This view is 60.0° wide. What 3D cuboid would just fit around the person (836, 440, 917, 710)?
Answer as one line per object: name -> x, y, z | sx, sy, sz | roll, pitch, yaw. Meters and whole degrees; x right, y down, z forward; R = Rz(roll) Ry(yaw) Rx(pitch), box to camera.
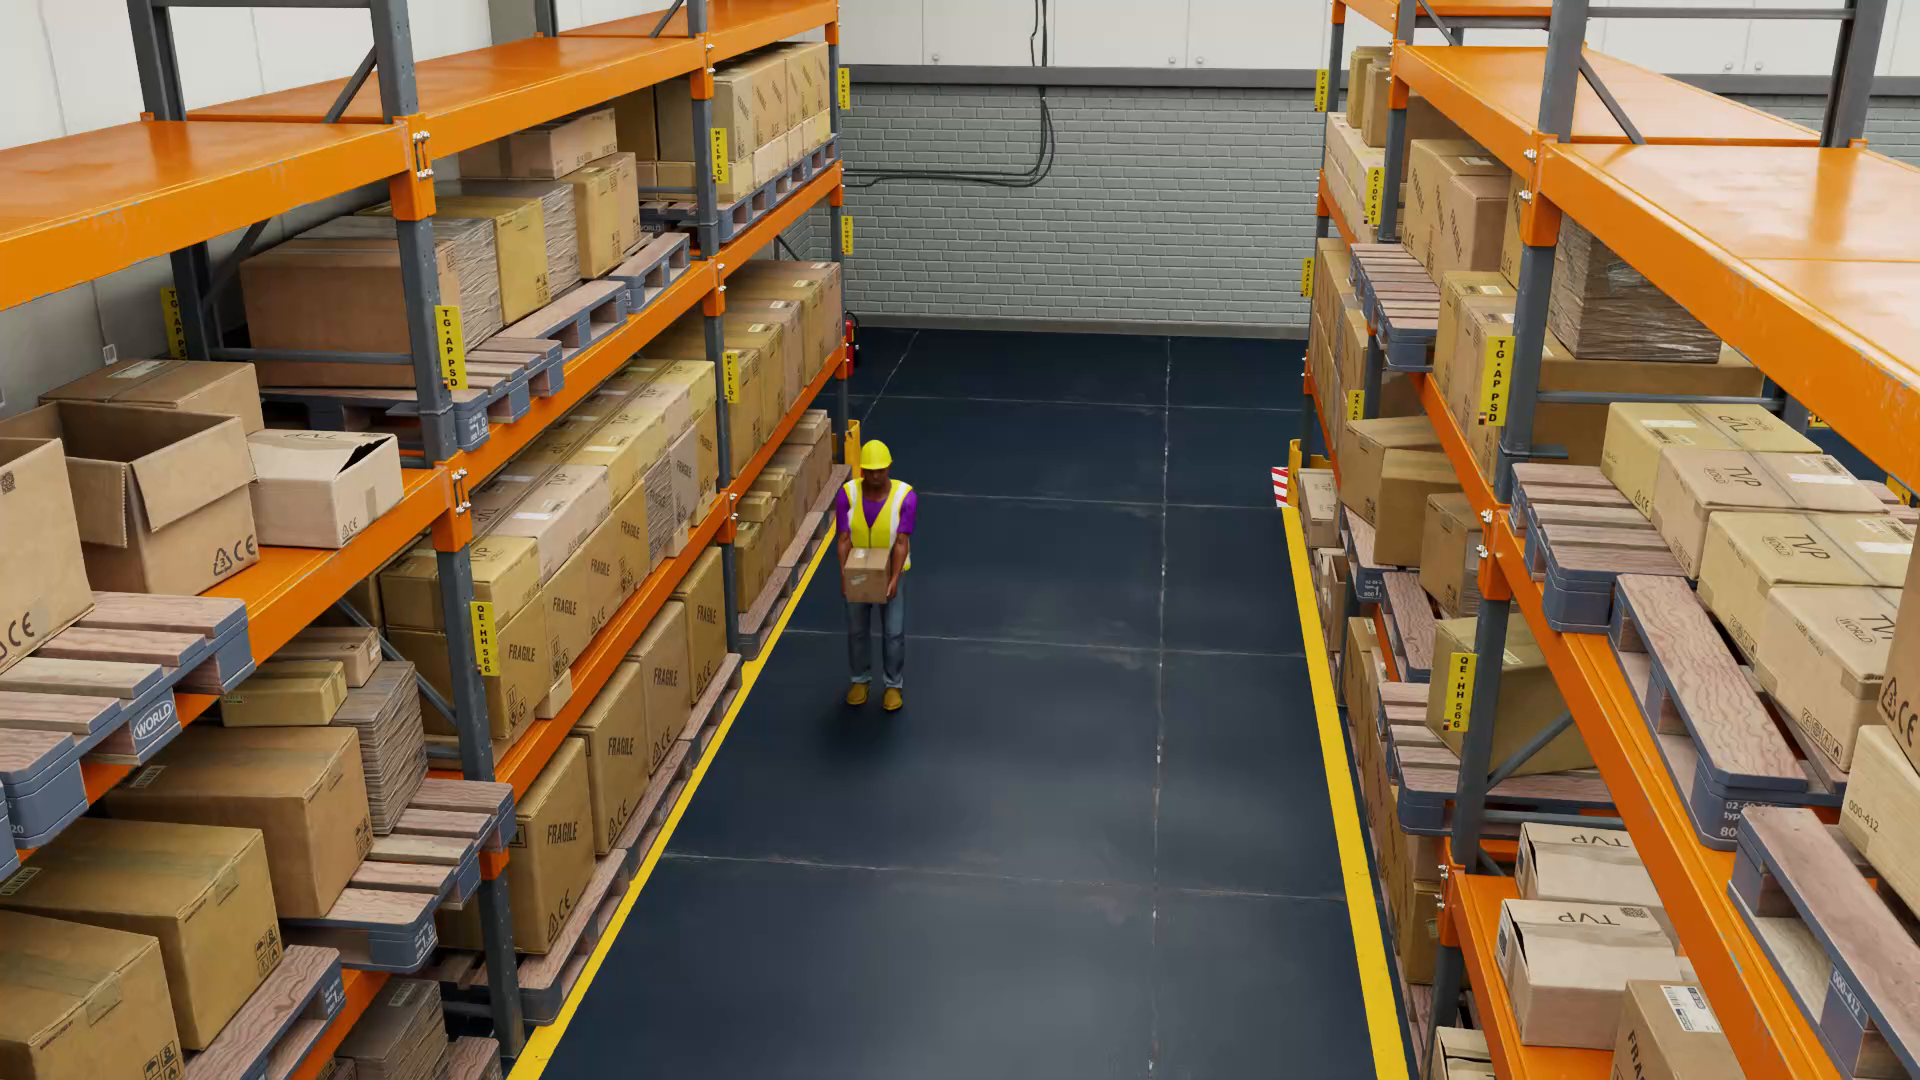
person -> -0.530, 0.234, 10.450 | 0.504, 1.758, 0.581 | 2, 21, 6
